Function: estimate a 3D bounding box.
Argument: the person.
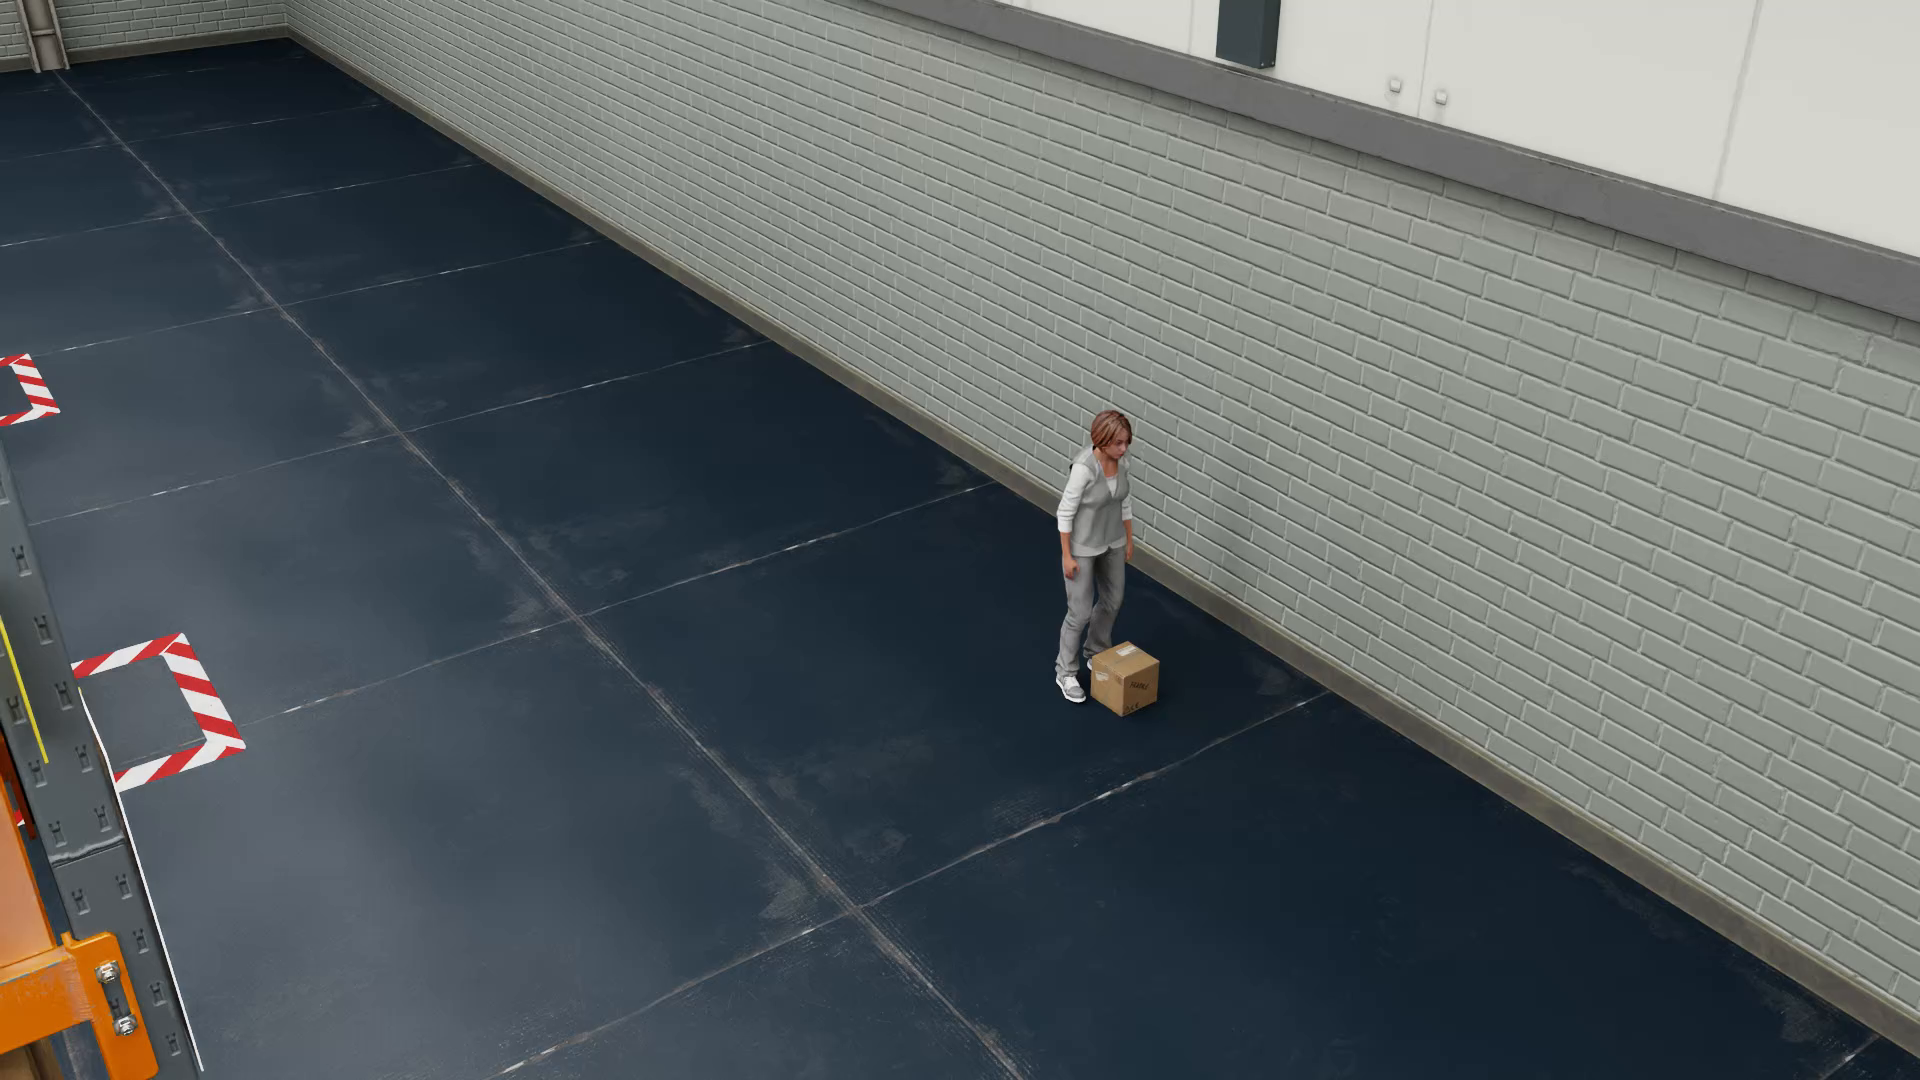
[{"bbox_3d":[0.701,0.049,8.548,0.461,1.593,0.346,-19,34,-30],"label":"person"}]
